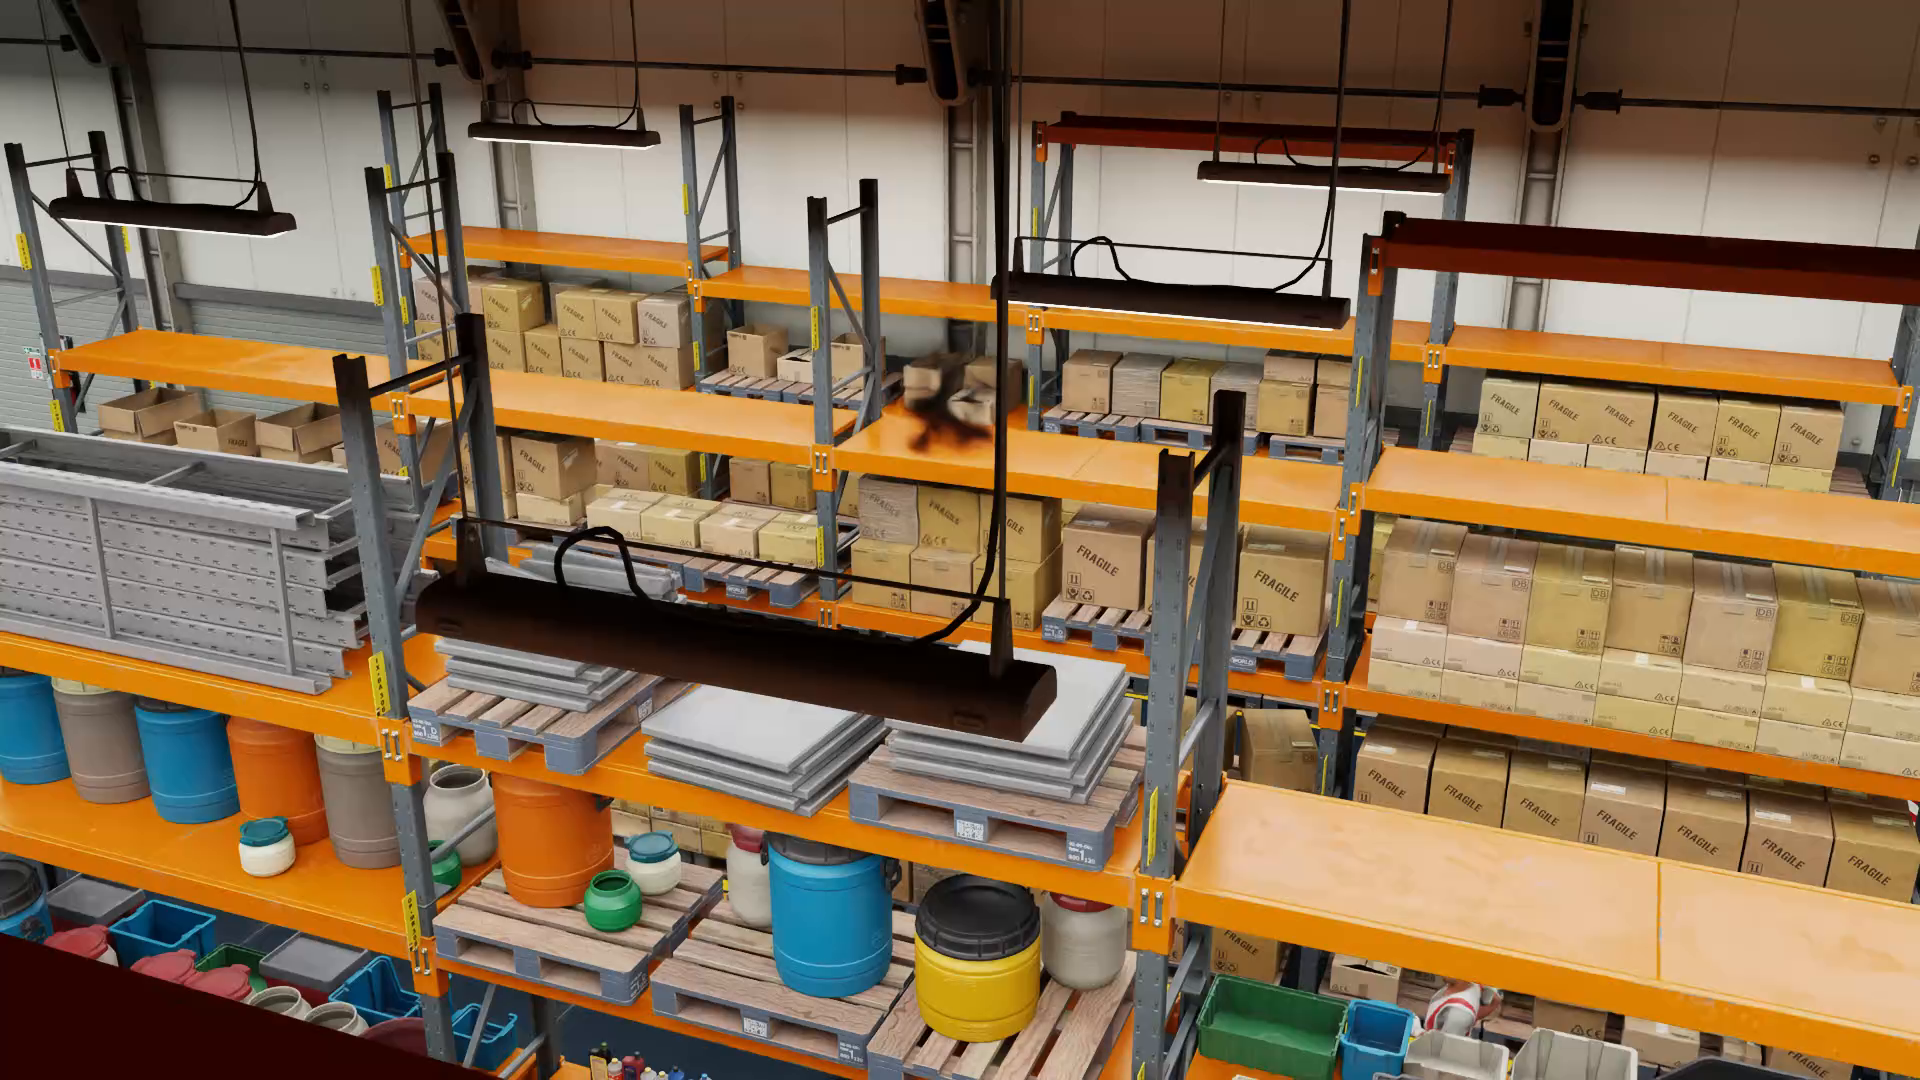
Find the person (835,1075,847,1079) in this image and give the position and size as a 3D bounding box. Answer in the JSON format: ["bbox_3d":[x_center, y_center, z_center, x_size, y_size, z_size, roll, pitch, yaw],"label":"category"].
[{"bbox_3d":[-0.837,3.147,11.809,0.557,1.659,0.608,7,22,17],"label":"person"}]

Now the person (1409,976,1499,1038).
[{"bbox_3d":[3.170,3.412,10.830,0.986,1.784,0.660,6,22,16],"label":"person"}]
